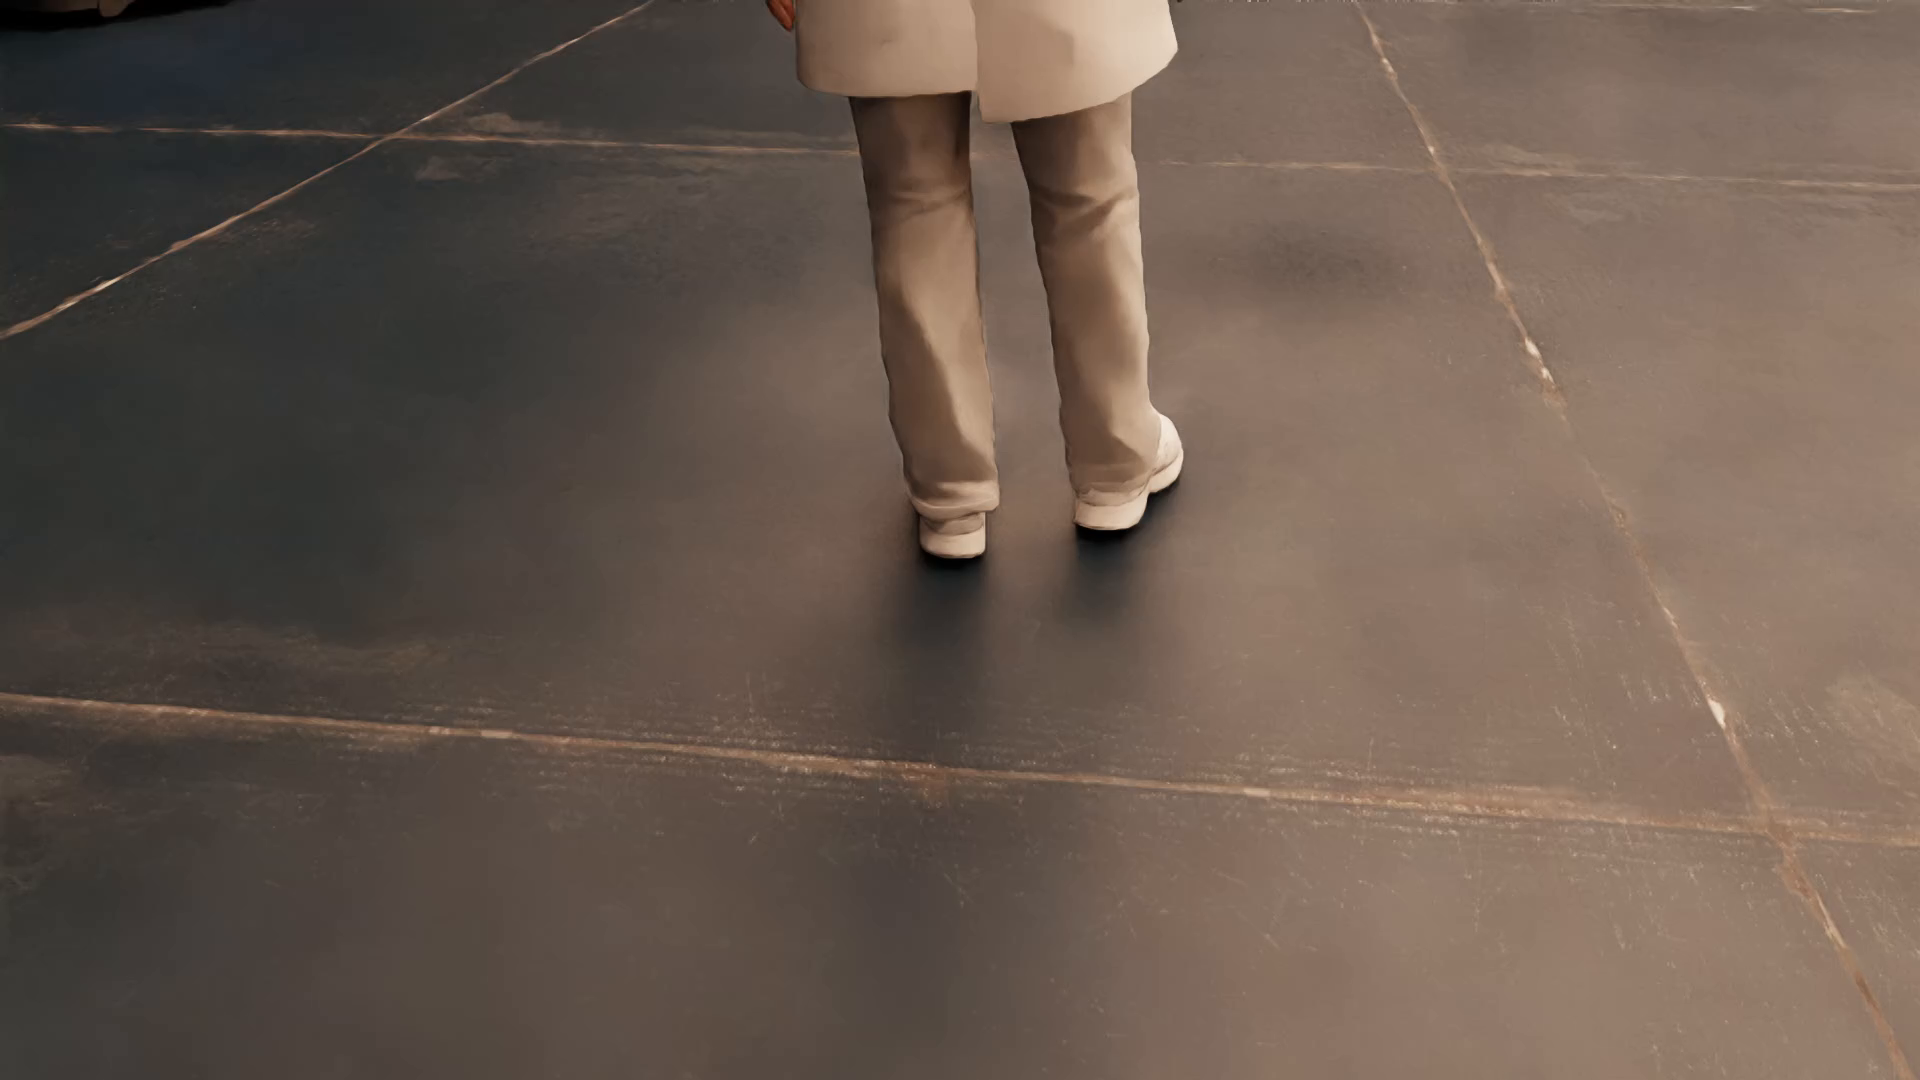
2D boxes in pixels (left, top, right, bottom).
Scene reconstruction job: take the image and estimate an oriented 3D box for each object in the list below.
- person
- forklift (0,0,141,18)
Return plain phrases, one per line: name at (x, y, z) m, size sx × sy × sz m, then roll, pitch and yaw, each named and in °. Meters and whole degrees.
person at (0.017, -0.842, 2.180) m, size 0.694 × 1.776 × 0.579 m, roll 3°, pitch 27°, yaw 7°
forklift at (-3.230, -3.976, 7.186) m, size 1.130 × 2.935 × 3.031 m, roll 13°, pitch 29°, yaw 24°
